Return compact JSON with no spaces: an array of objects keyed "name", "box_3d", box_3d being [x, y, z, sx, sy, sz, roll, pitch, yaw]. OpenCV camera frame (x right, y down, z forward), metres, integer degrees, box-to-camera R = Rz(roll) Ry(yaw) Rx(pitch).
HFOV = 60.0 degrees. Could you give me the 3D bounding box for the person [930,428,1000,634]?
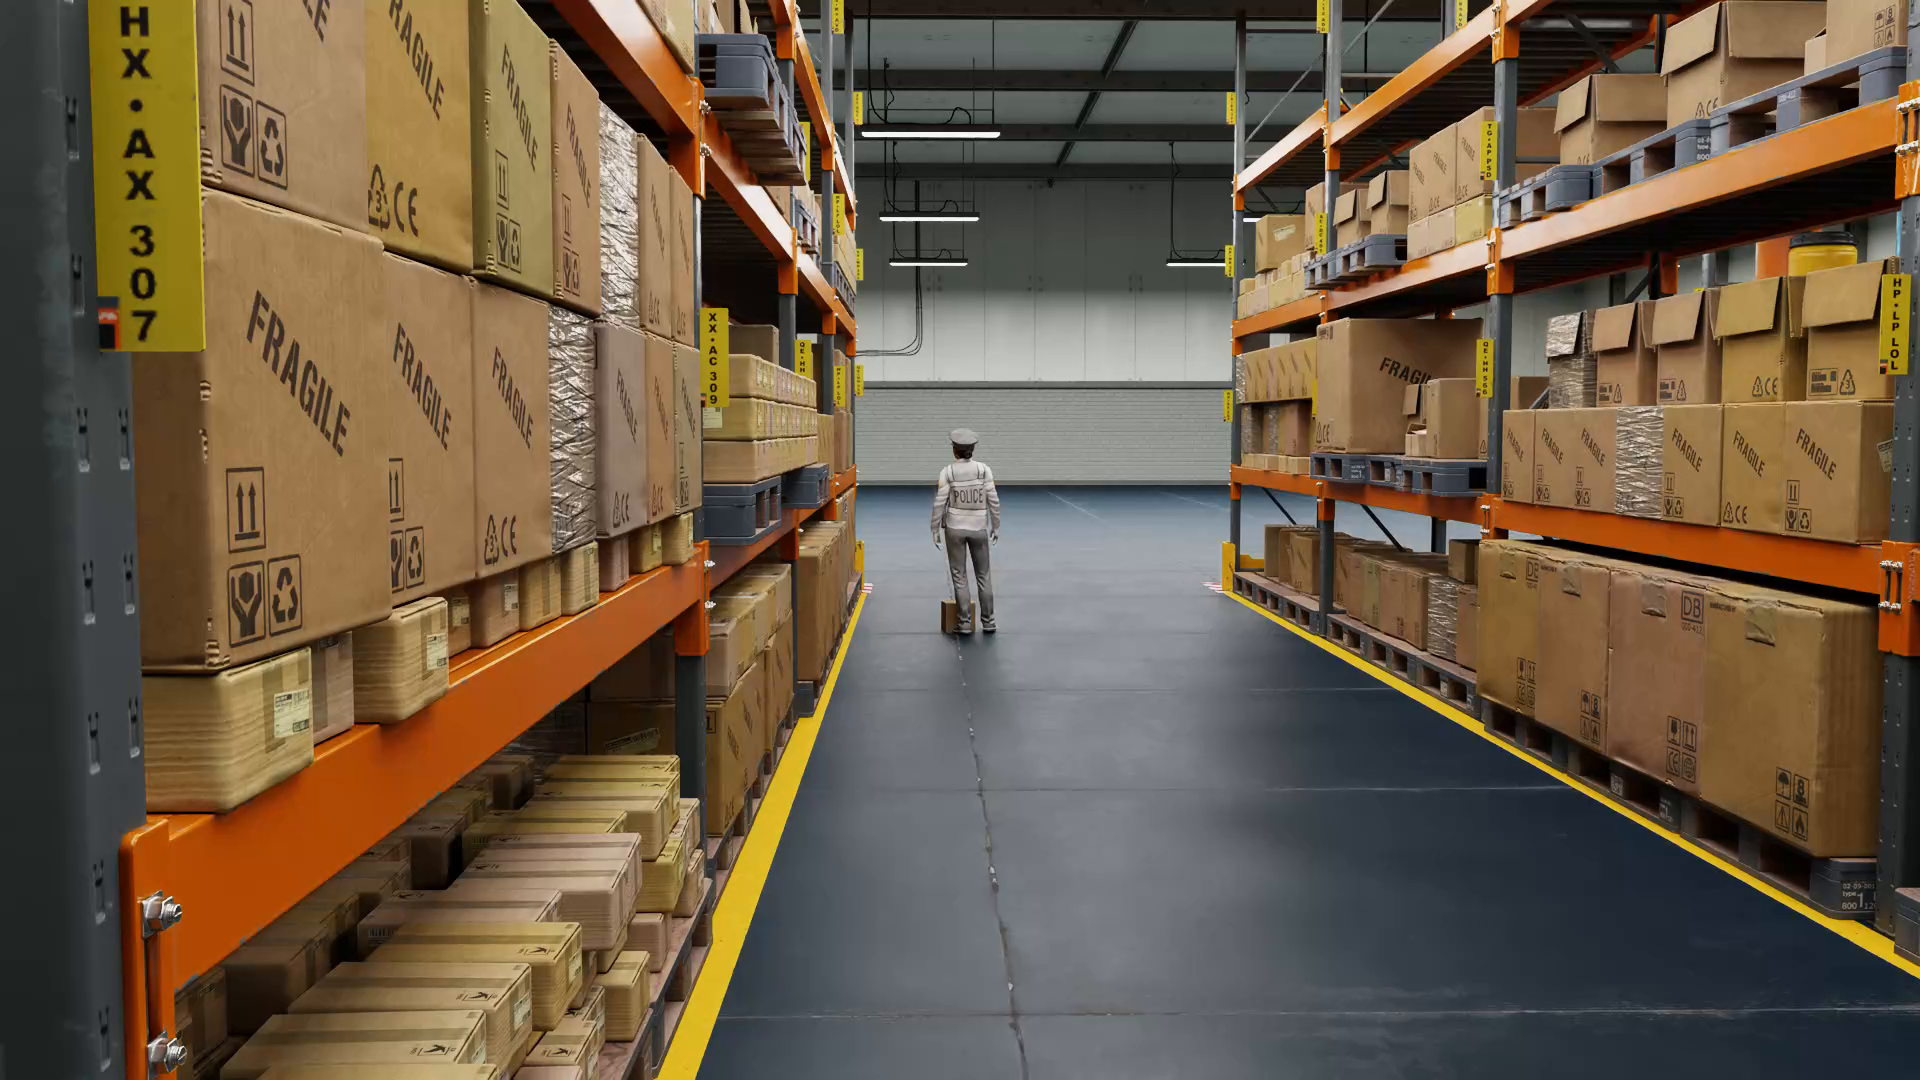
[{"name":"person","box_3d":[0.042,-0.074,13.711,0.588,1.697,0.534,-1,4,-8]}]
